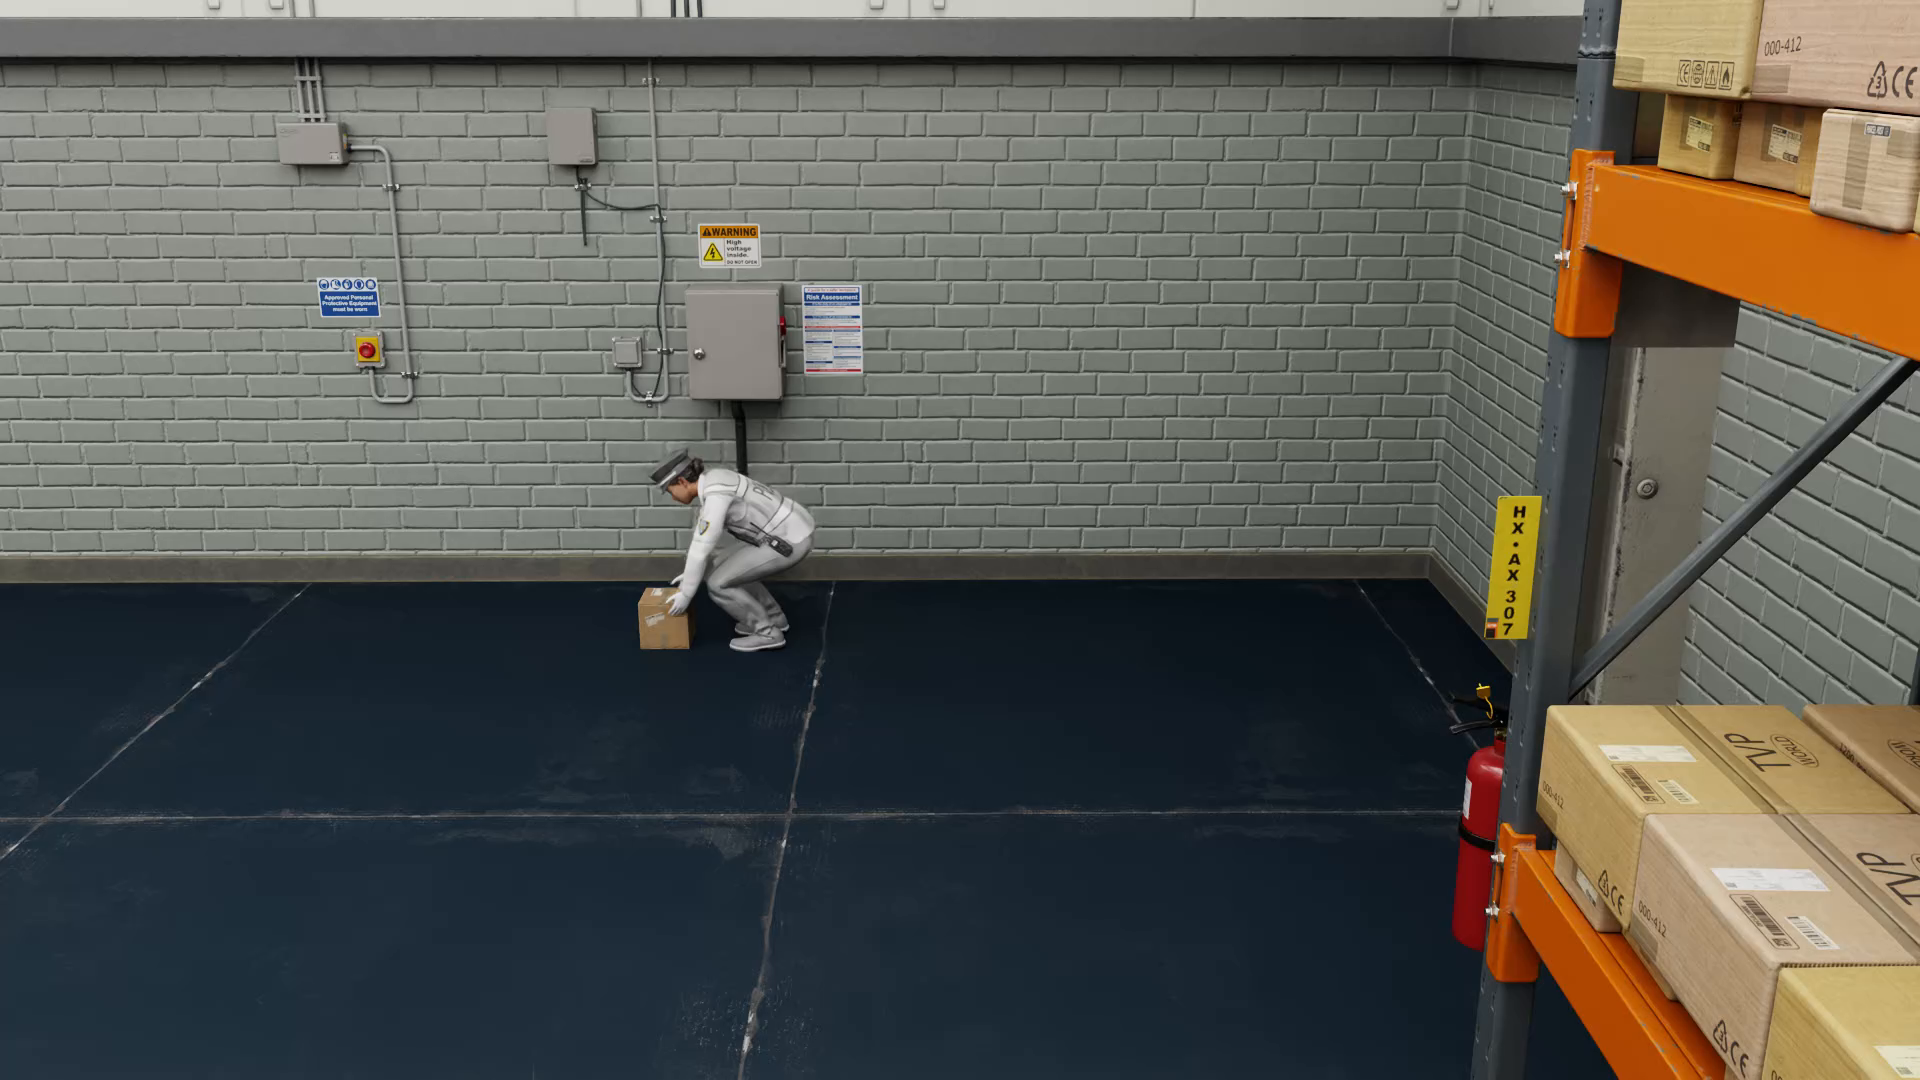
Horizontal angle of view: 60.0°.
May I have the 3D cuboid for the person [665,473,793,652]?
[{"bbox_3d":[-1.132,0.099,8.497,0.760,0.917,0.501,0,17,-1],"label":"person"}]
